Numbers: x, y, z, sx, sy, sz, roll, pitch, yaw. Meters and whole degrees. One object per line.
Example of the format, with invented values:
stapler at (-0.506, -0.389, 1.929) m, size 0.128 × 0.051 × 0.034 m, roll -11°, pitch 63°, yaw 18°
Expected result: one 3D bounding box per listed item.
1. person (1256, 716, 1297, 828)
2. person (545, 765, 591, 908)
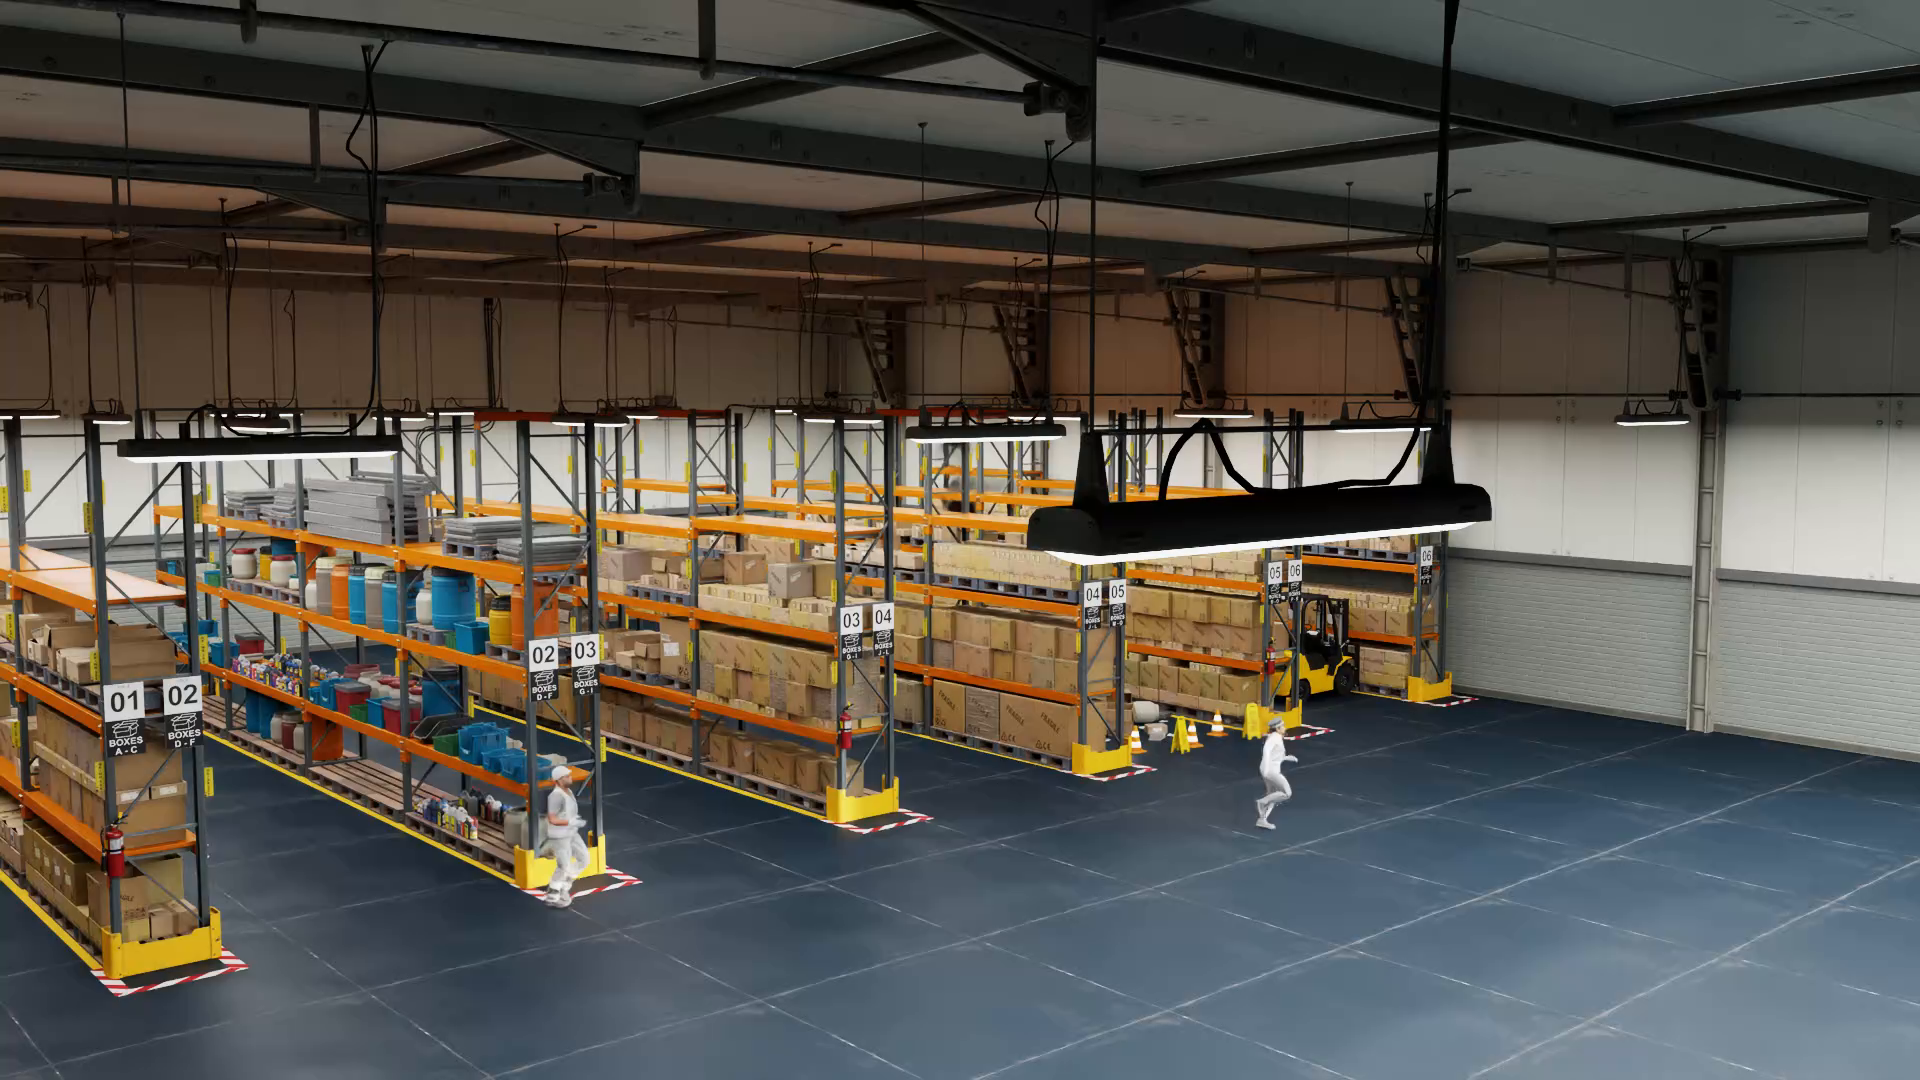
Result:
person at (4.624, 3.388, 24.246) m, size 0.602 × 1.645 × 0.654 m, roll 0°, pitch 5°, yaw 3°
person at (-4.816, 3.649, 20.455) m, size 0.587 × 1.778 × 0.647 m, roll 0°, pitch 5°, yaw 5°
